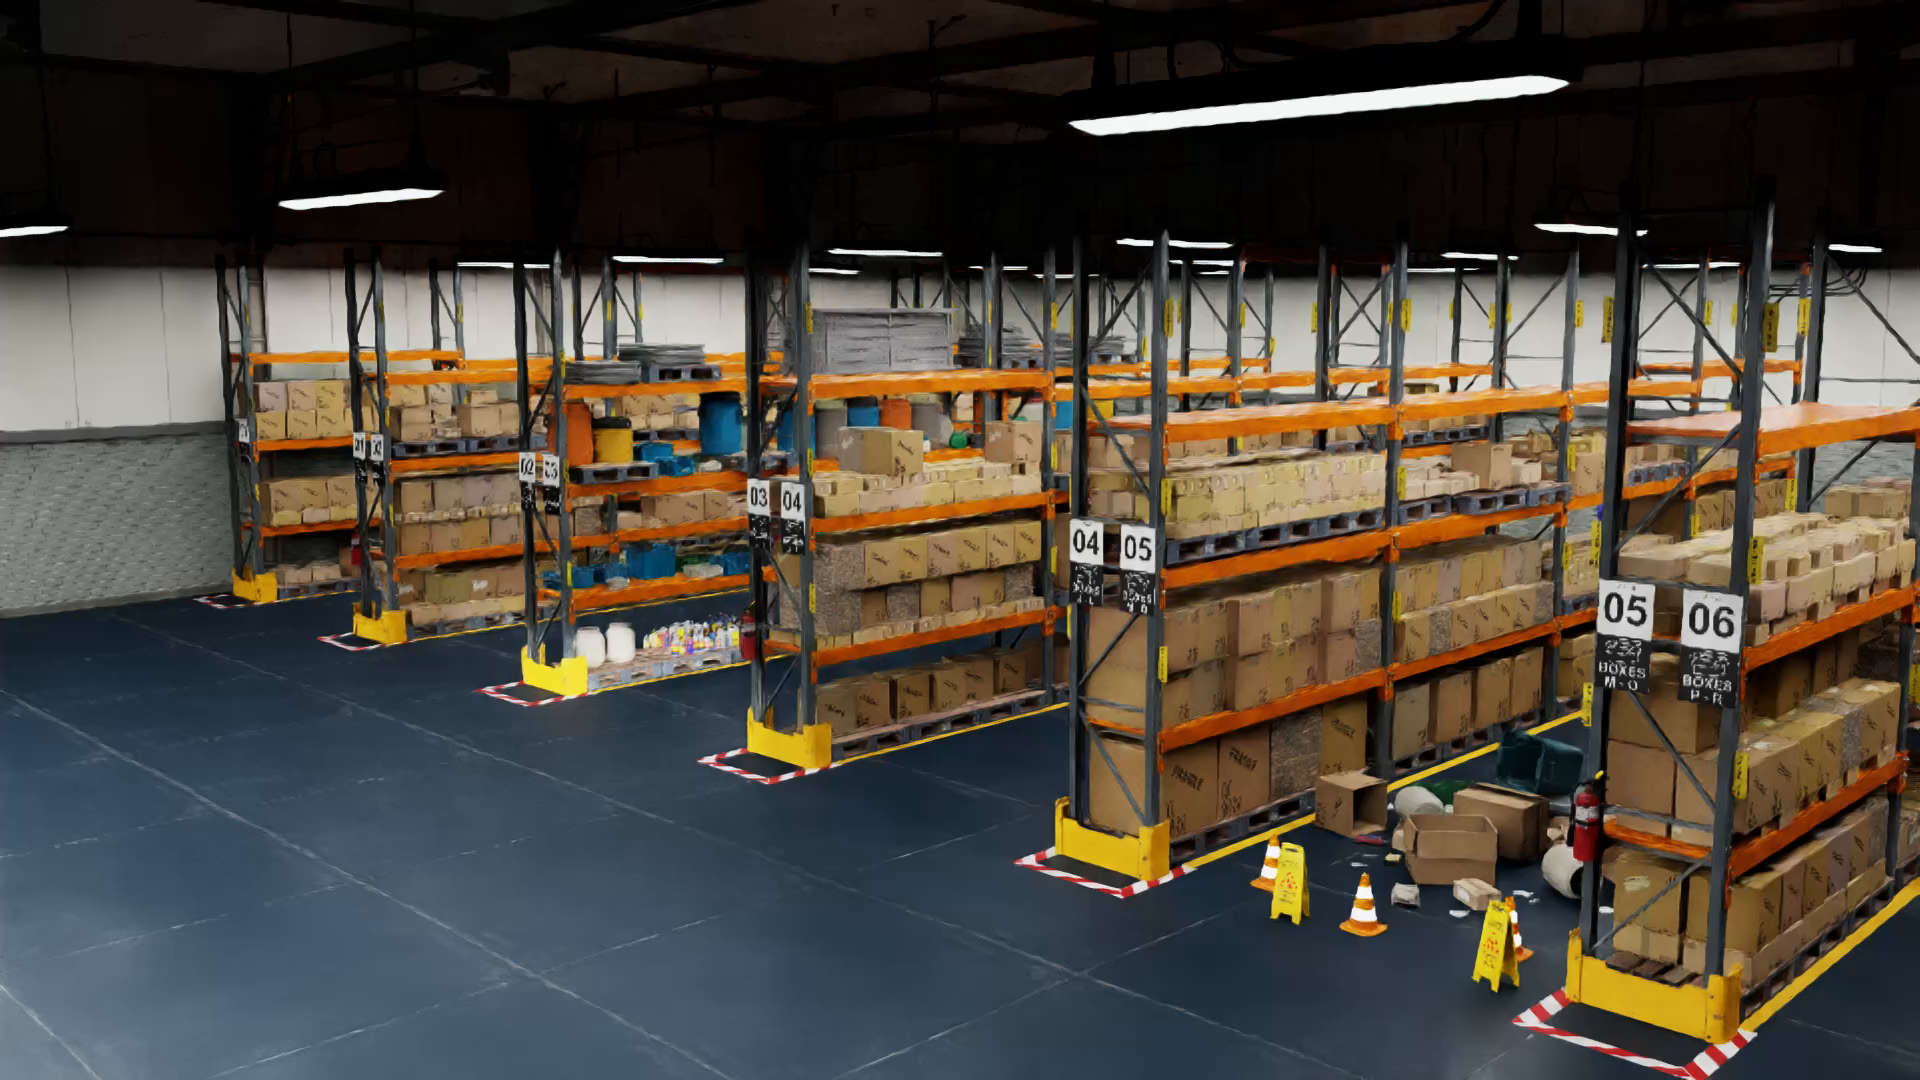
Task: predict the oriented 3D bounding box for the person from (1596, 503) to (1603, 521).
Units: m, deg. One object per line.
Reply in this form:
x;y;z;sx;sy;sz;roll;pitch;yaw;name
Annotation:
12.772;-0.262;32.757;0.943;1.593;0.503;-4;9;-24;person

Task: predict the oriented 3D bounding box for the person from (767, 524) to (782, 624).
-2.830;0.621;26.738;1.017;1.543;0.616;-4;9;-29;person

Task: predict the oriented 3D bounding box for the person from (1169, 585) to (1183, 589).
2.880;1.256;21.736;0.719;1.714;0.578;7;11;42;person
